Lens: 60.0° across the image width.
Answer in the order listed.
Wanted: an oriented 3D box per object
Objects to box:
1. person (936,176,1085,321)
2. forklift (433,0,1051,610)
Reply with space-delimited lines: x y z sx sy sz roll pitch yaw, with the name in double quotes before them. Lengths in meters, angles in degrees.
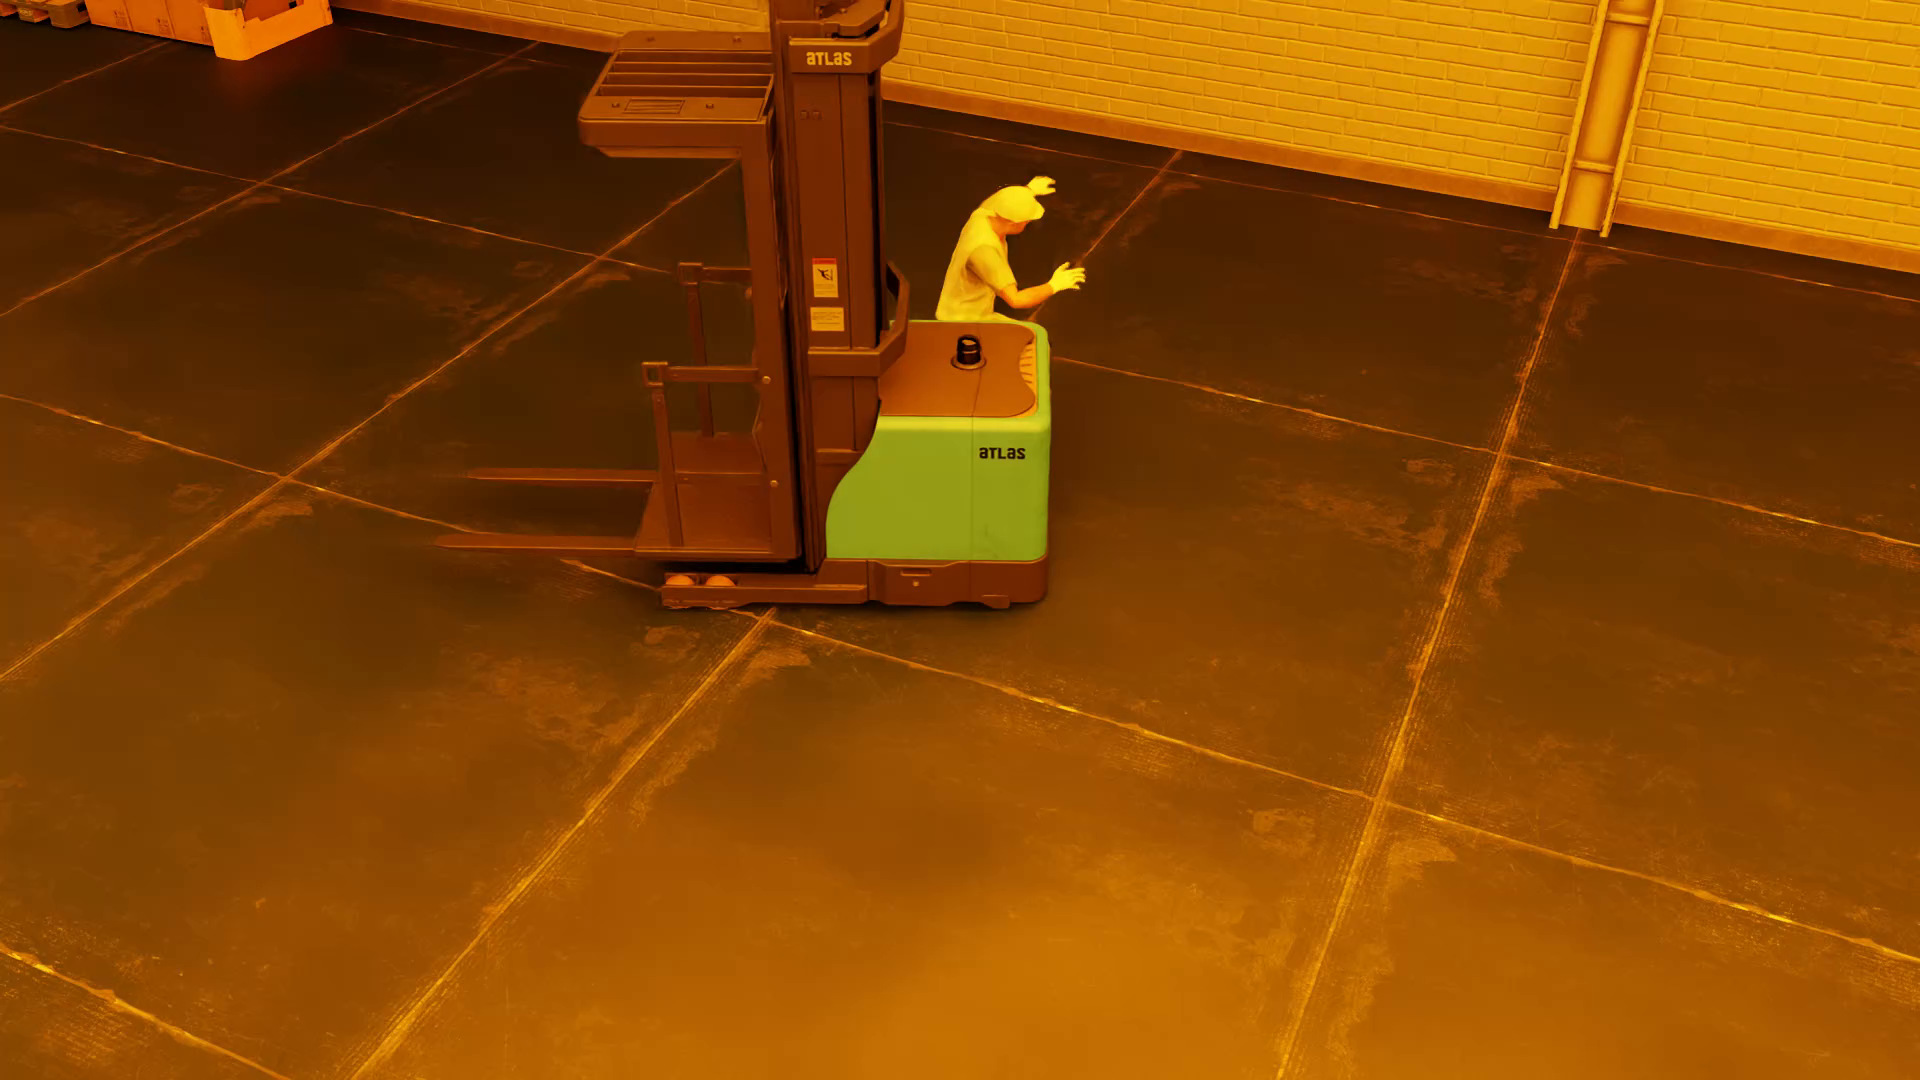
"person" 0.279 -1.249 9.082 0.804 1.478 1.613 4 36 6
"forklift" -1.075 -1.157 7.709 3.031 2.935 1.130 1 36 1
